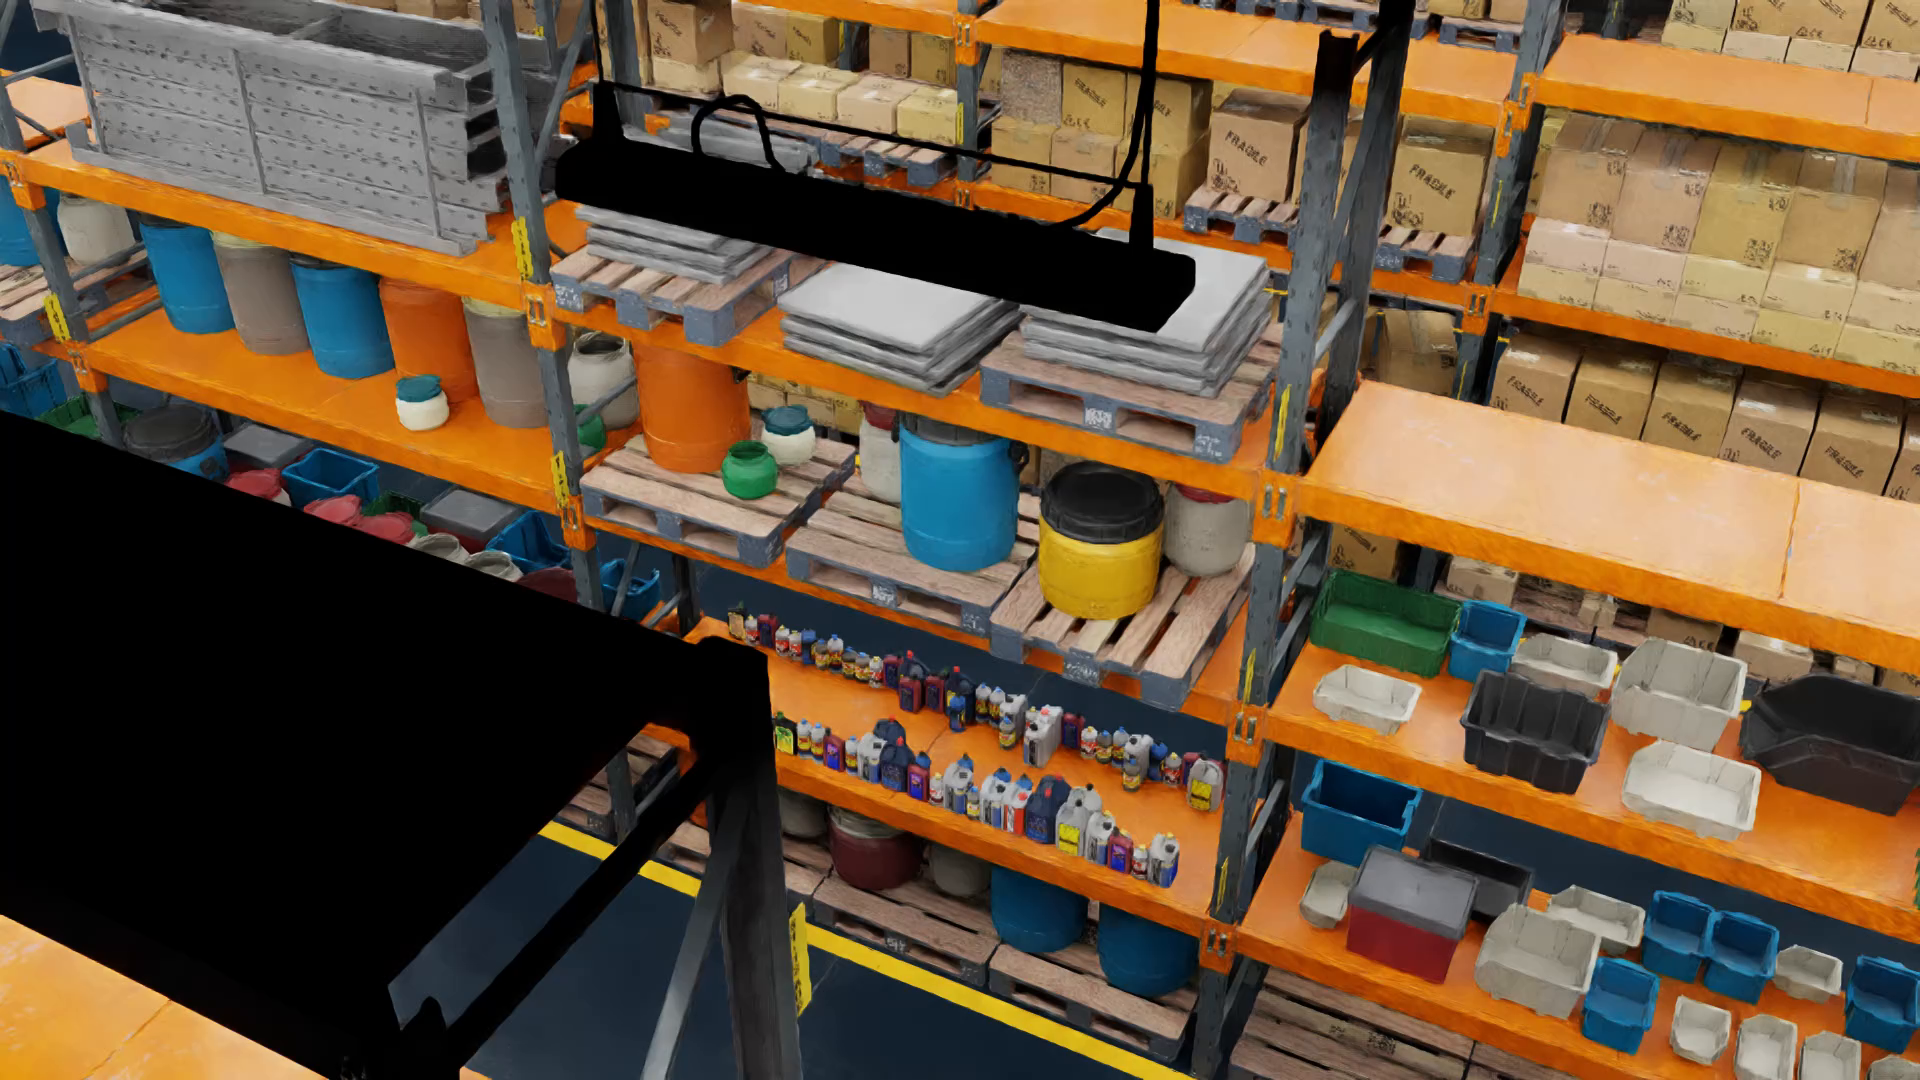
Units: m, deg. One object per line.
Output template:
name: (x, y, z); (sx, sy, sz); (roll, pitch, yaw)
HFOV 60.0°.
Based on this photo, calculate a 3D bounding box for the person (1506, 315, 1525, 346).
person: (4.818, -1.331, 14.360); (1.088, 1.587, 0.456); (18, 39, 23)
